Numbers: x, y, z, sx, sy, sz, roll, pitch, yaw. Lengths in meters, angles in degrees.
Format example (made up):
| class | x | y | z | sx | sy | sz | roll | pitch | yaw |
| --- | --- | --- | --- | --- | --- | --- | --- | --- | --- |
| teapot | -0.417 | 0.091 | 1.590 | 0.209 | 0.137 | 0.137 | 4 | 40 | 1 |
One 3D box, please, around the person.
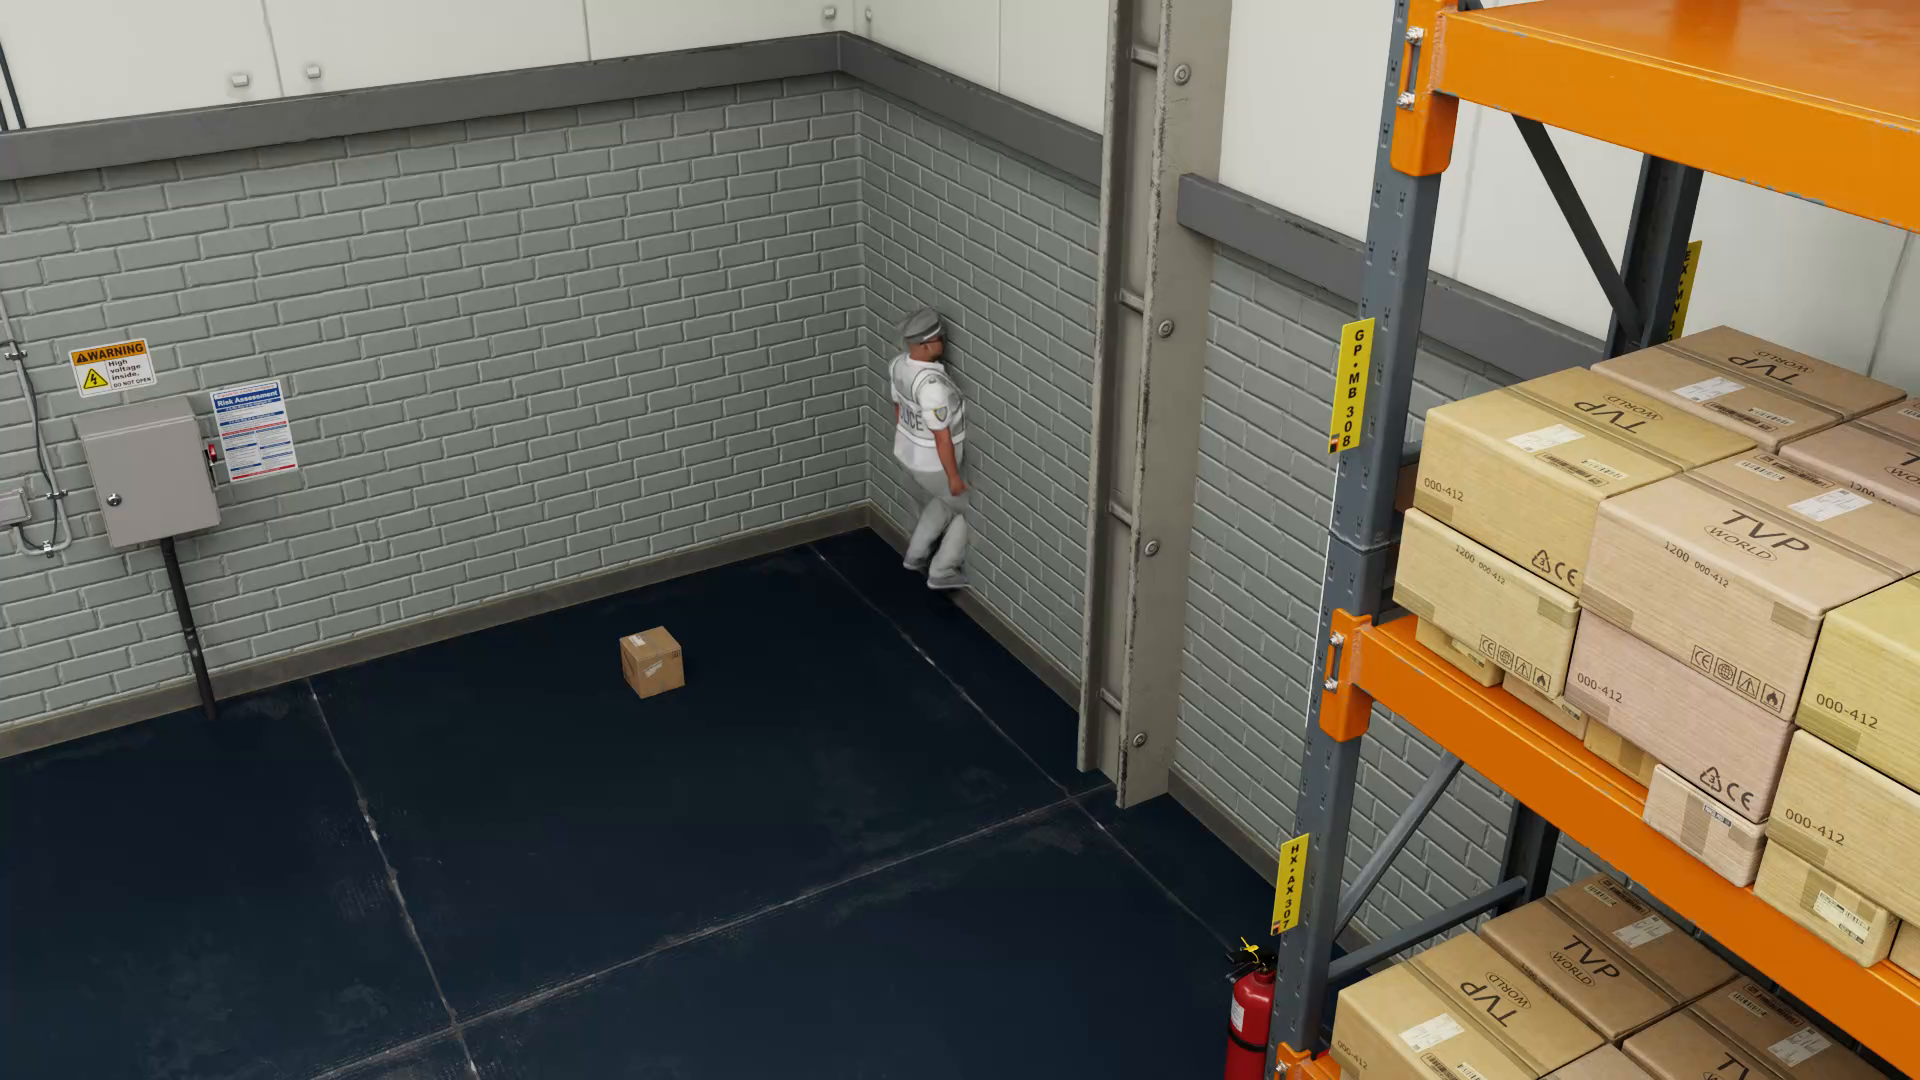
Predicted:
| class | x | y | z | sx | sy | sz | roll | pitch | yaw |
| --- | --- | --- | --- | --- | --- | --- | --- | --- | --- |
| person | -0.106 | -0.518 | 9.307 | 0.489 | 1.660 | 0.534 | -14 | 32 | -24 |
